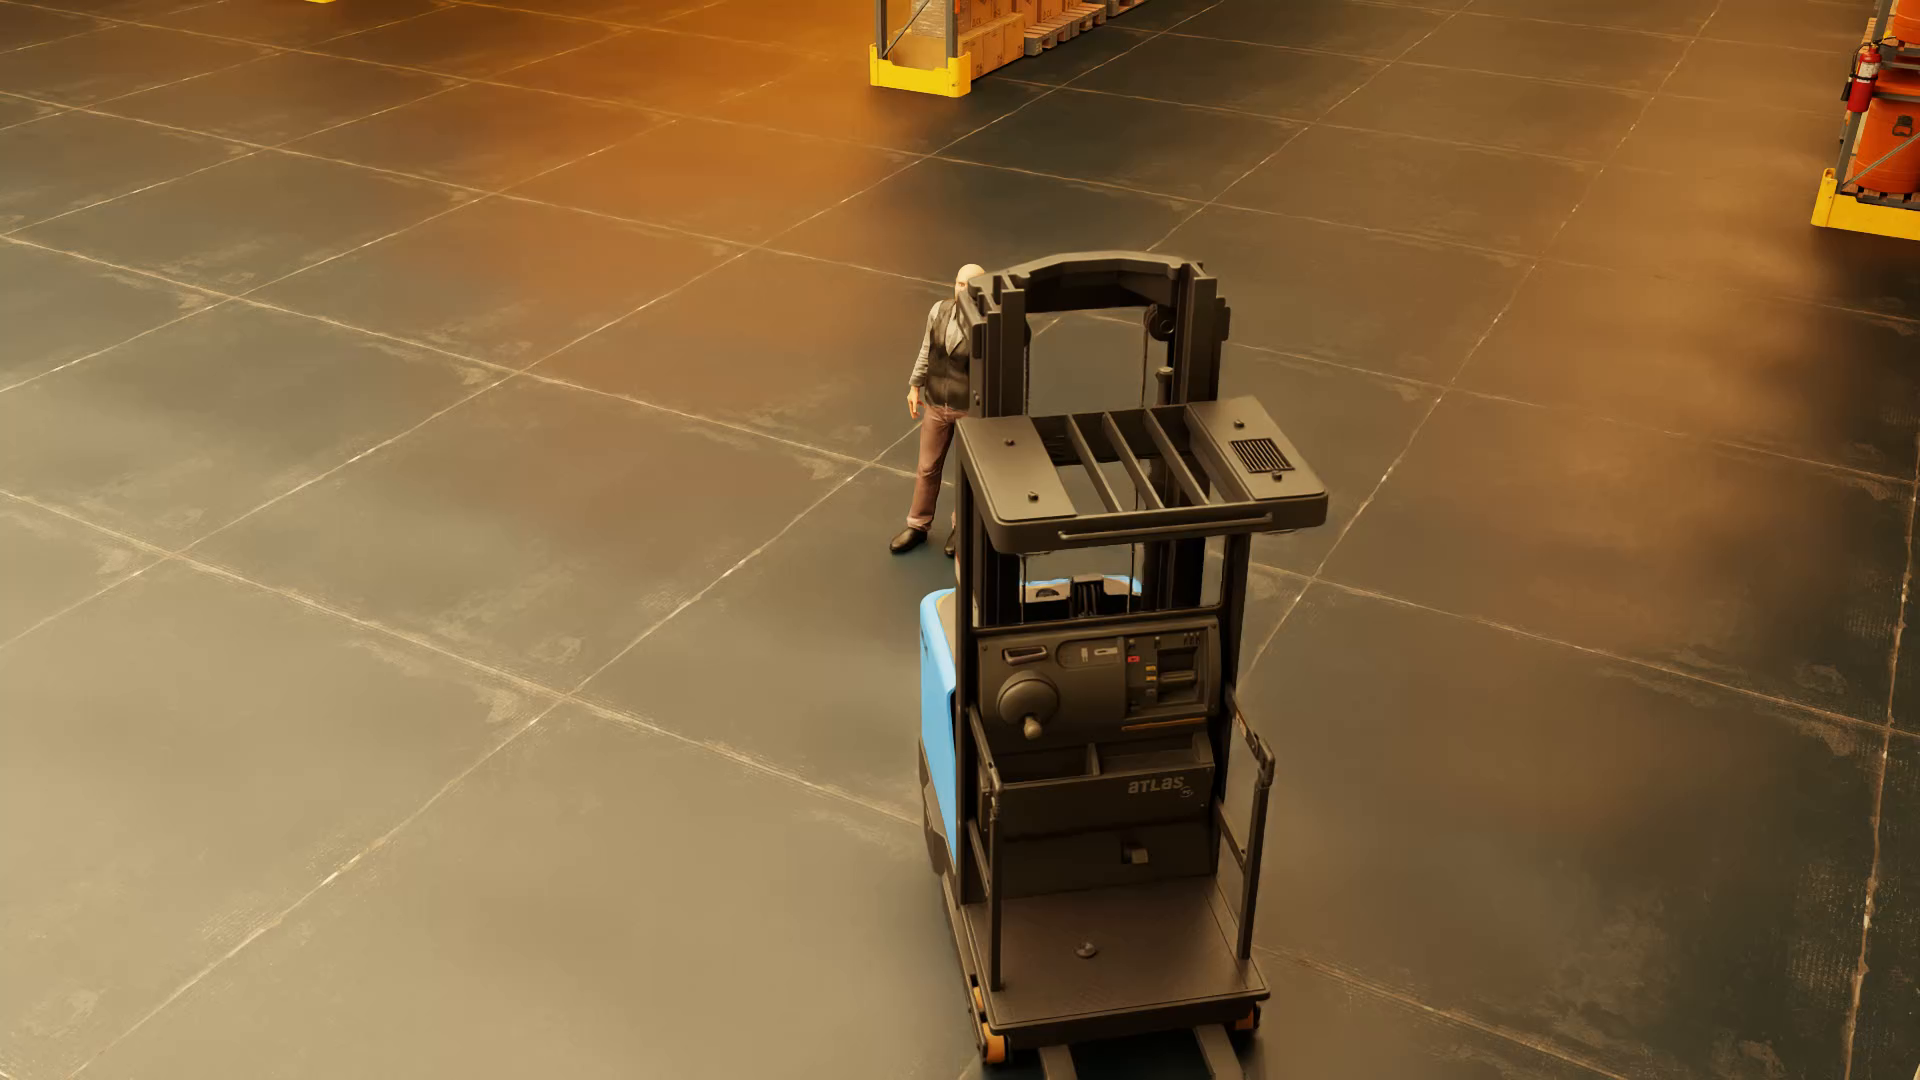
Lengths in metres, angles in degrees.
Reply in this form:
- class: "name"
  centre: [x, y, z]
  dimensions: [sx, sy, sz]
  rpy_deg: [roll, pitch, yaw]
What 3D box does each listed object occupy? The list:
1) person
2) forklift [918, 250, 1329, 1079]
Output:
- class: "person"
  centre: [-0.037, -0.727, 9.525]
  dimensions: [0.633, 1.721, 0.568]
  rpy_deg: [15, 33, 25]
- class: "forklift"
  centre: [0.569, 0.571, 6.082]
  dimensions: [1.130, 2.935, 3.031]
  rpy_deg: [-5, 30, -9]
